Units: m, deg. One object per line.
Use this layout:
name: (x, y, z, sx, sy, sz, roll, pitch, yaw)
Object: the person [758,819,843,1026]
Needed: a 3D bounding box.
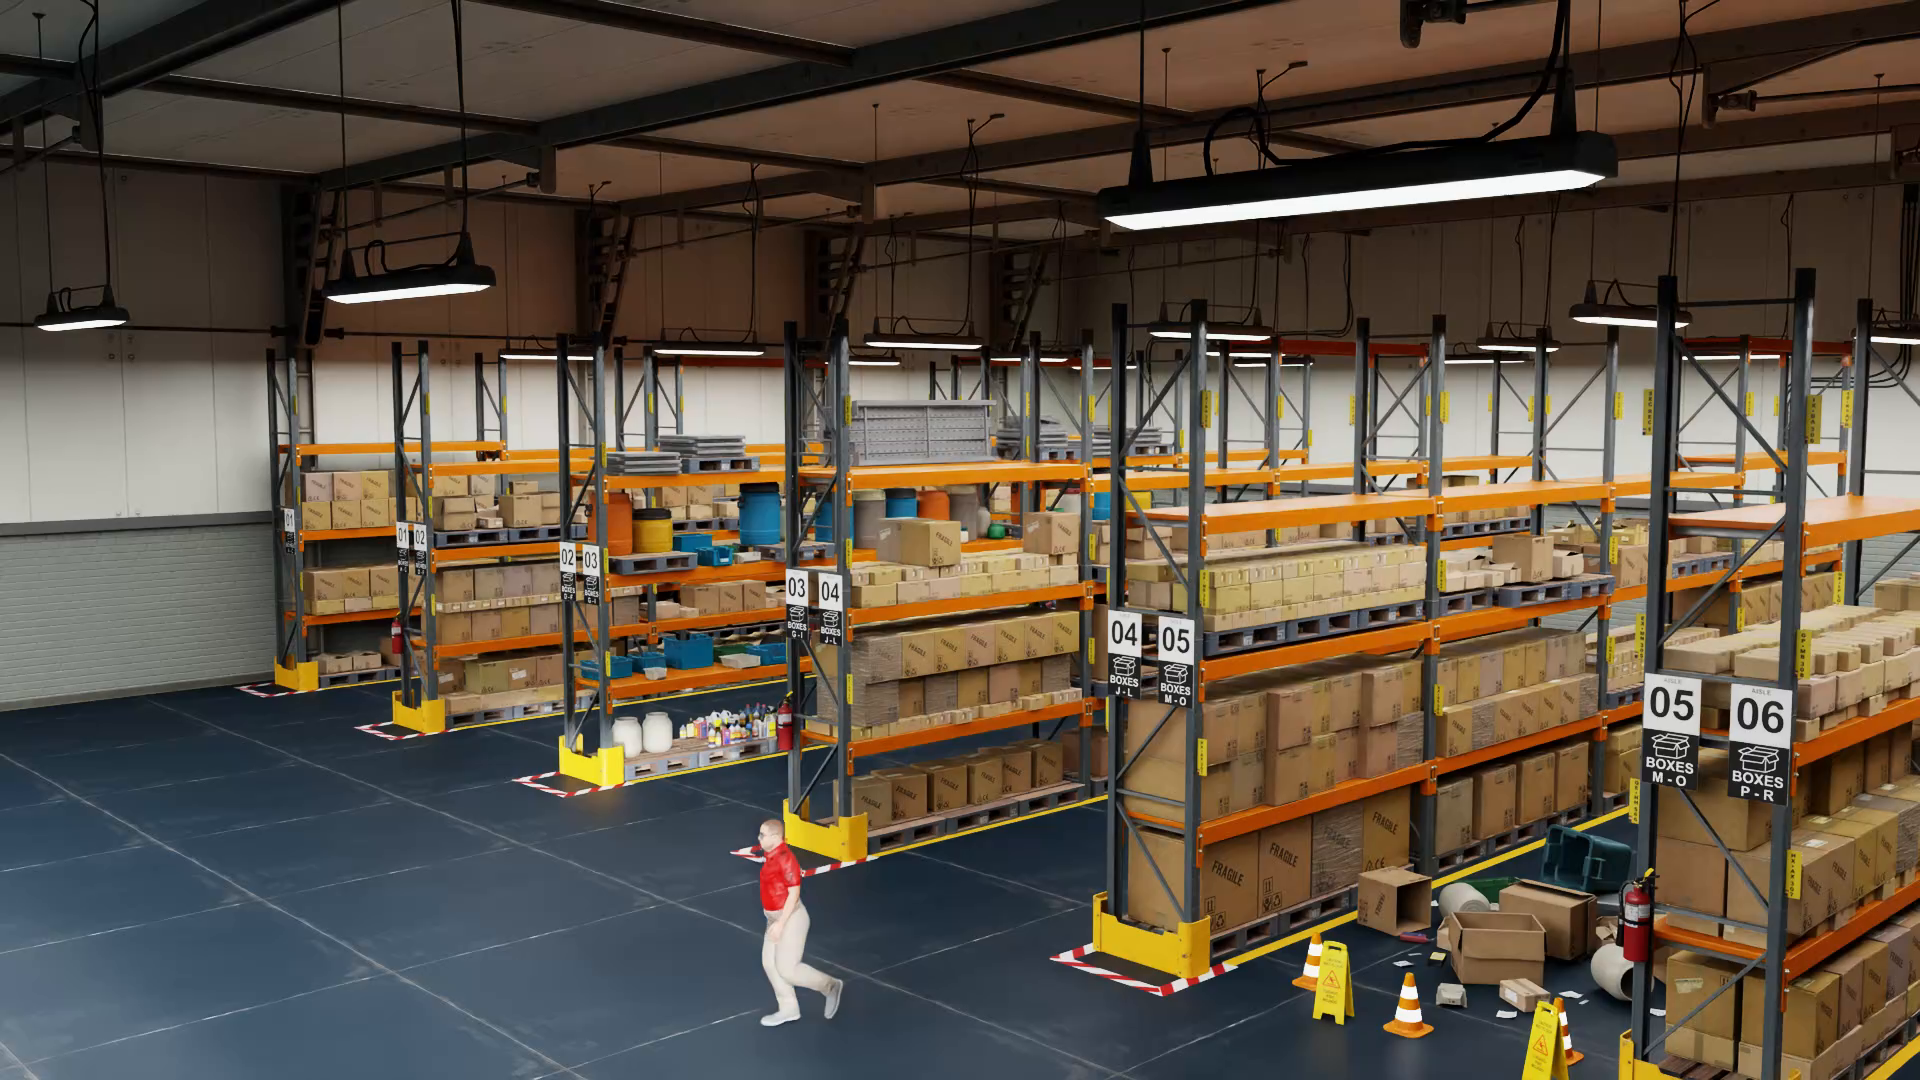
person: (-1.336, 3.136, 13.756, 0.650, 1.701, 0.596, -2, 5, -21)
